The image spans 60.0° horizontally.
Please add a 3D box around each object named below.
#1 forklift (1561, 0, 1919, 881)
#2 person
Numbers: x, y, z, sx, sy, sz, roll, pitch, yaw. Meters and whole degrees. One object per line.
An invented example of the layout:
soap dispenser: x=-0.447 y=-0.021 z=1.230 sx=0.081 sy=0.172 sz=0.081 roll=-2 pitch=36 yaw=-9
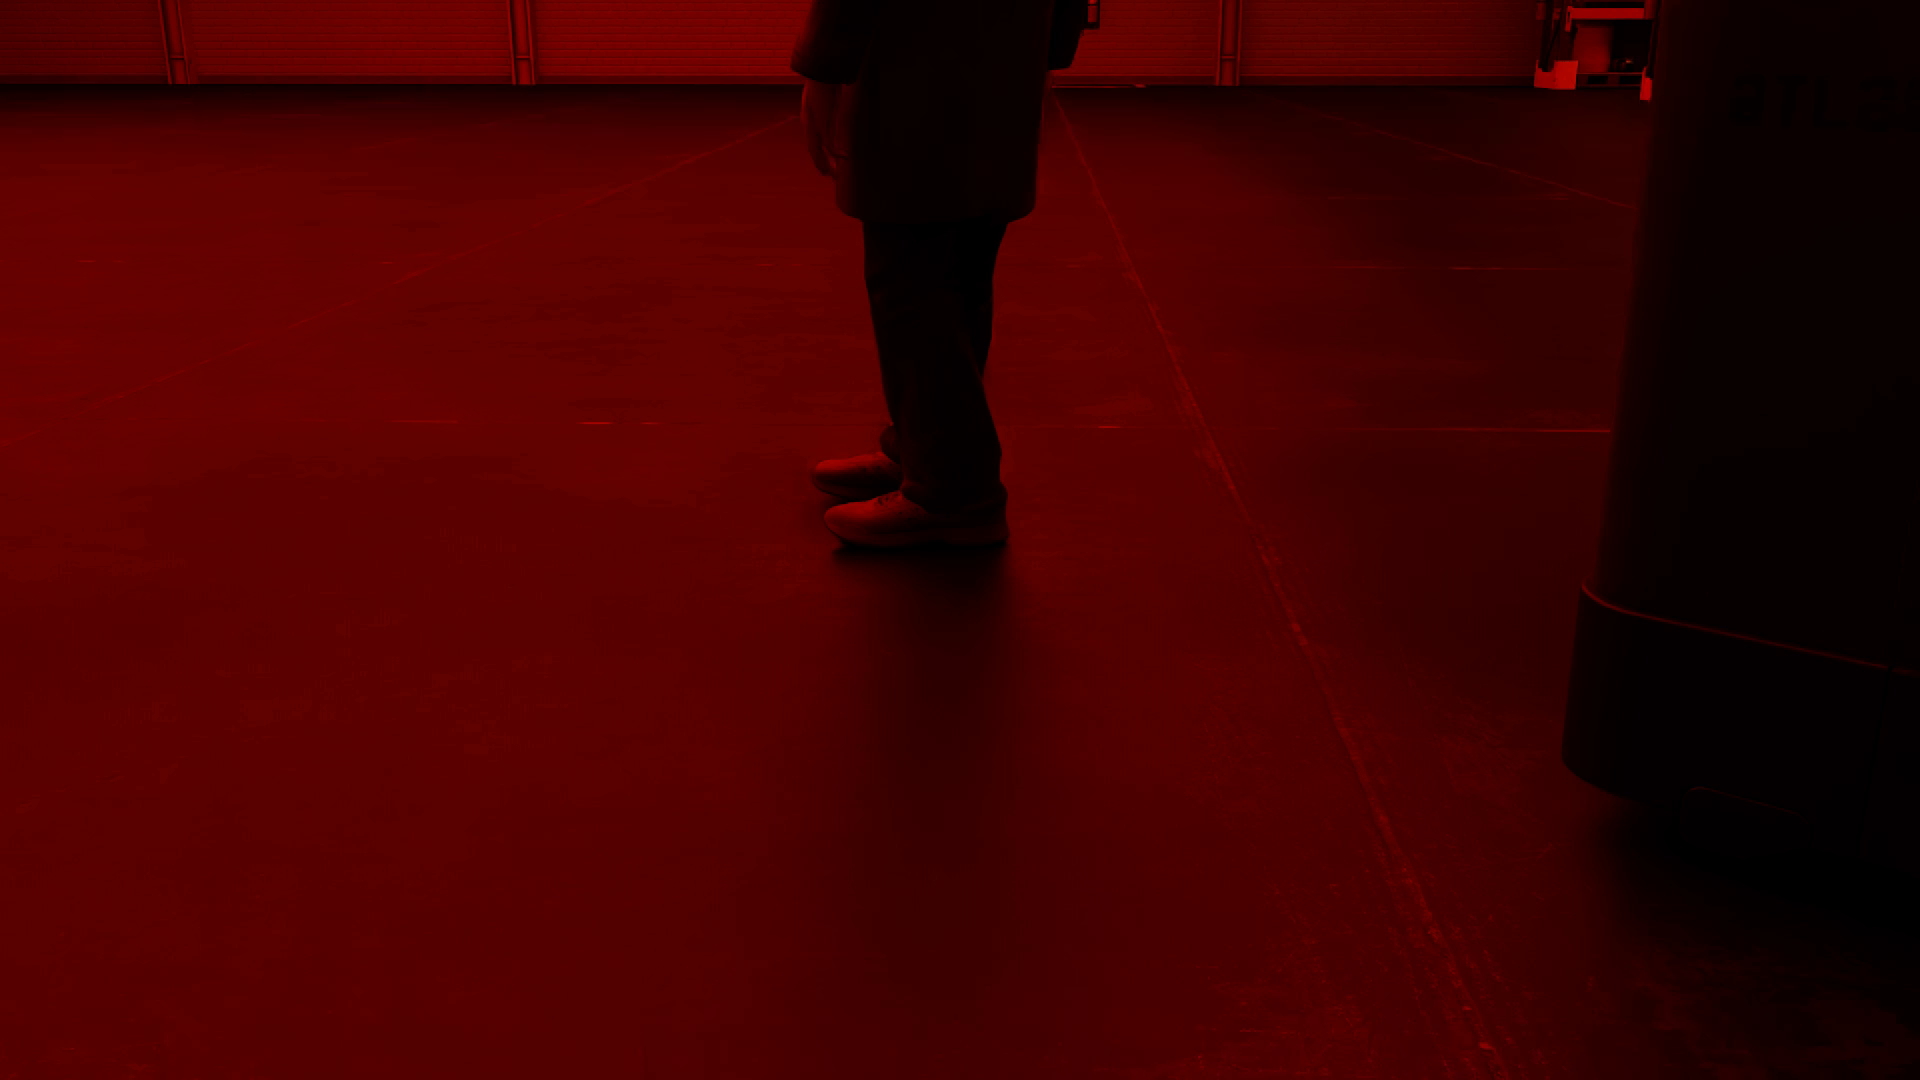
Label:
forklift: x=2.248 y=-0.862 z=1.206 sx=3.031 sy=2.935 sz=1.130 roll=14 pitch=22 yaw=38
person: x=-0.124 y=-0.873 z=3.196 sx=0.659 sy=1.776 sz=0.703 roll=15 pitch=22 yaw=39
